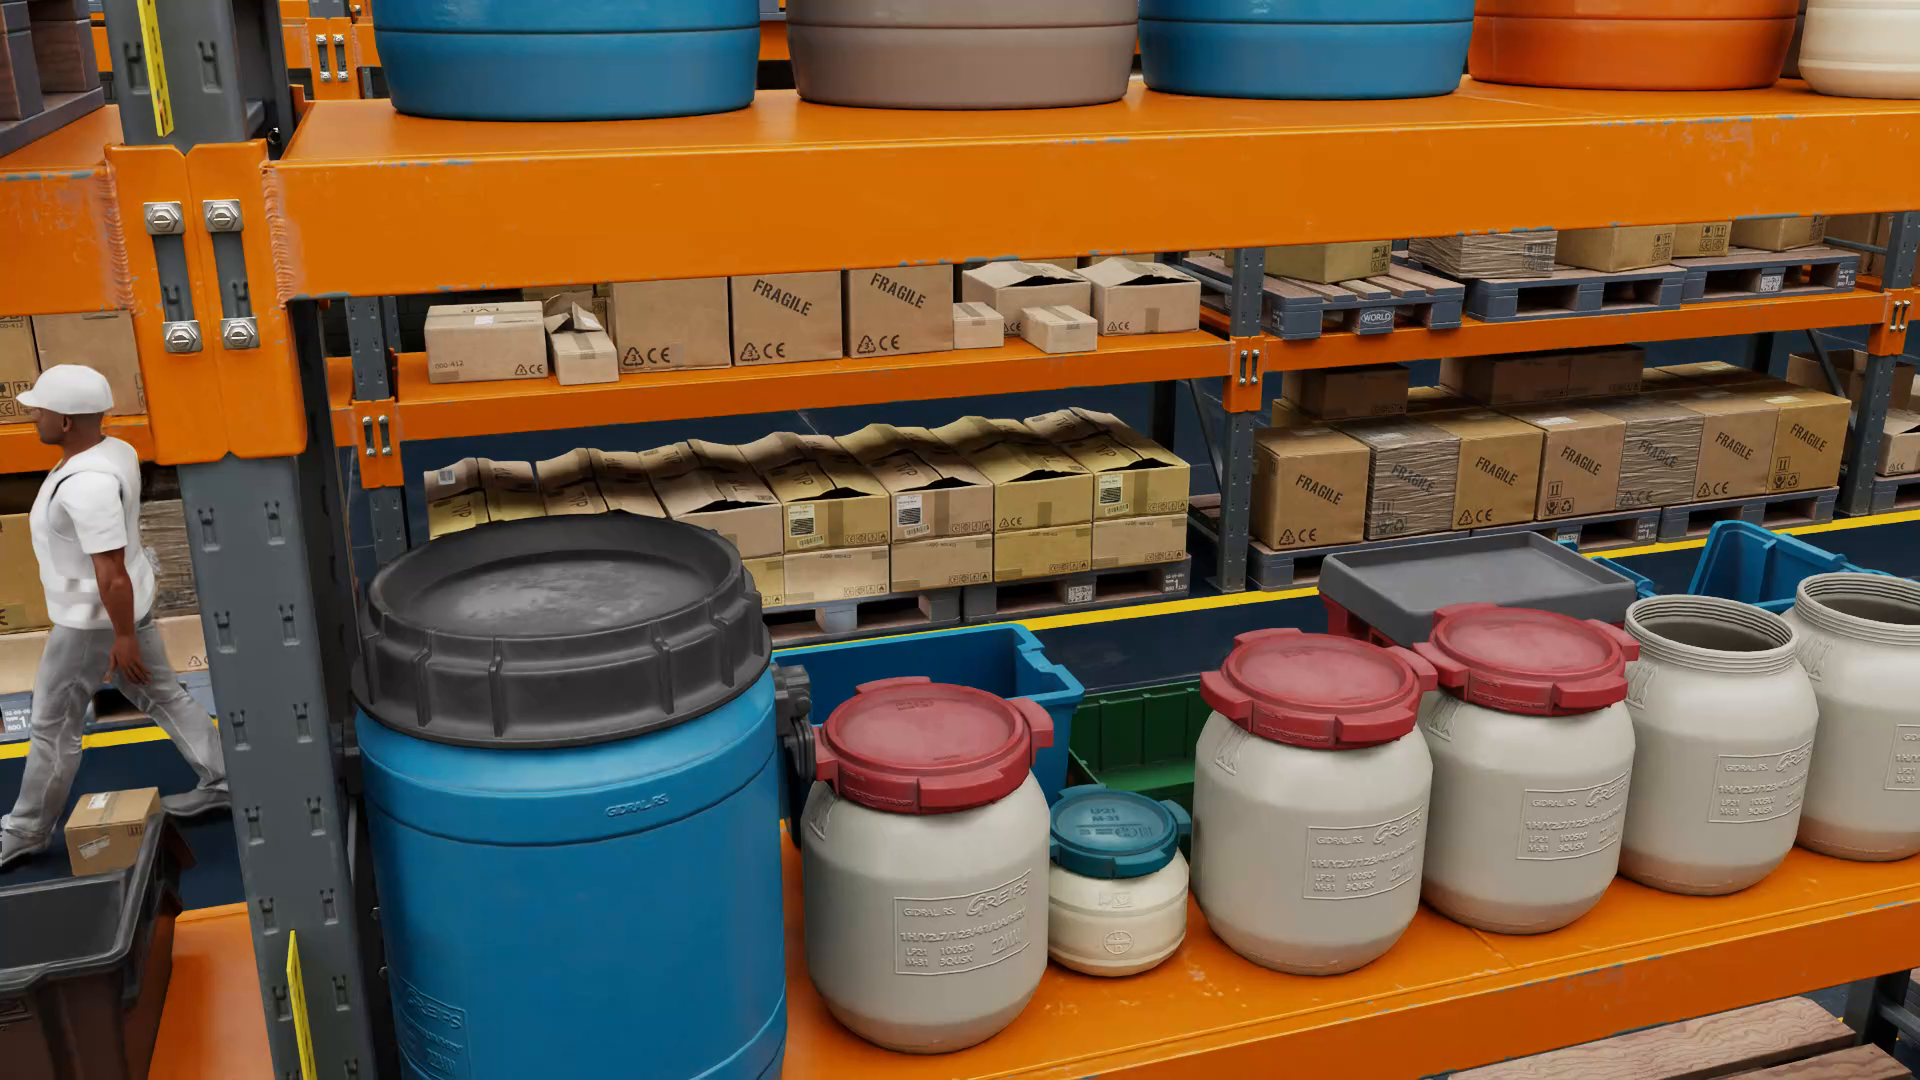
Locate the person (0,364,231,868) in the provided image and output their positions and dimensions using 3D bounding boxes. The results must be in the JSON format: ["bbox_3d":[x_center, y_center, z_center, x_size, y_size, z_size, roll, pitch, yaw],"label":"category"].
[{"bbox_3d":[-3.095,0.240,5.800,0.934,1.734,0.610,-4,20,-13],"label":"person"}]
